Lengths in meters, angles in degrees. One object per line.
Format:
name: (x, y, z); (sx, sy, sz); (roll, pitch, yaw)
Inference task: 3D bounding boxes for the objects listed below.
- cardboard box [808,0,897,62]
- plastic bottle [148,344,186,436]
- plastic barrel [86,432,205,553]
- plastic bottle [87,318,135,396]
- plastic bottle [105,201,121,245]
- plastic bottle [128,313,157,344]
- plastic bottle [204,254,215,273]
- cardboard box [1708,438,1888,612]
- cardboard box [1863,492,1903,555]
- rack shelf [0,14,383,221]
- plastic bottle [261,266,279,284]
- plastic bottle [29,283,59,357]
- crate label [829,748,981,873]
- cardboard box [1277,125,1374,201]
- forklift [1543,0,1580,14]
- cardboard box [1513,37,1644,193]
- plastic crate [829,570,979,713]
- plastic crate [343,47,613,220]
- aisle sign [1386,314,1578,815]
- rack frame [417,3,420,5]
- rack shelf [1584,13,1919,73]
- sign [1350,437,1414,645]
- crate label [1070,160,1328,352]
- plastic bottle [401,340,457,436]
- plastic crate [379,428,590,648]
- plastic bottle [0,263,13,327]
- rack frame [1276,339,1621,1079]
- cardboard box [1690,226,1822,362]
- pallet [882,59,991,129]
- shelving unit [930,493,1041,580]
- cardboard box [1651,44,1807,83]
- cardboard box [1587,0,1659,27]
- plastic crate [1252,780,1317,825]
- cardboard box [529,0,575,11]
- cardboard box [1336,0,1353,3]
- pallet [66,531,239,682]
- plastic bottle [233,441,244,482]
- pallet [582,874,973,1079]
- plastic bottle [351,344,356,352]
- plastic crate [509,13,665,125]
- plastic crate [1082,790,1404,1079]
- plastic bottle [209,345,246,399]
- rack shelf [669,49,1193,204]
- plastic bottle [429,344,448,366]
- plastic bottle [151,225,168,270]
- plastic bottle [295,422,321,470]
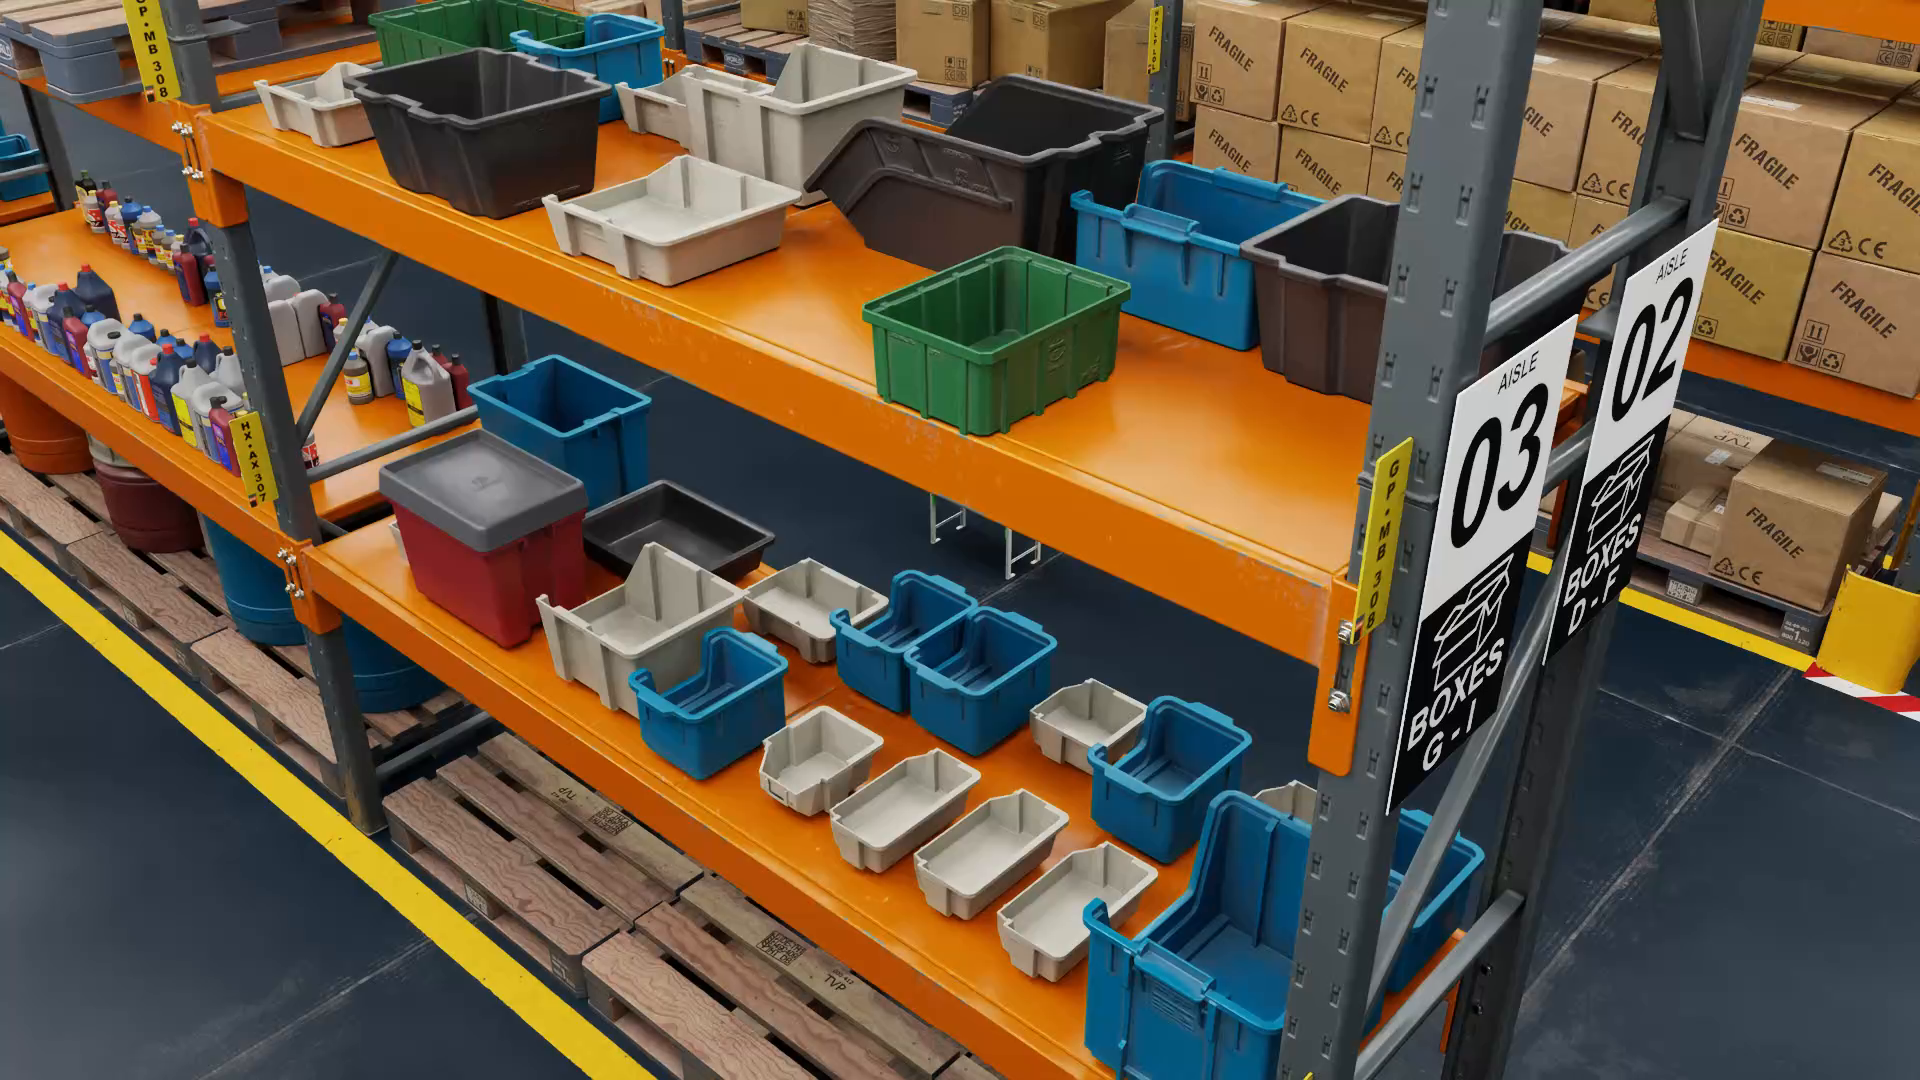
cardboard box: (-0.515, -3.291, 10.304); (0.700, 0.500, 0.500); (-21, 37, -31)
plastic bottle: (-3.007, -0.591, 6.371); (0.185, 0.351, 0.144); (25, 39, 35)
plastic barrel: (-3.723, -0.333, 7.825); (0.708, 0.588, 0.600); (25, 39, 35)
plastic bottle: (-3.394, -0.743, 6.696); (0.135, 0.276, 0.152); (25, 39, 35)
plastic bottle: (-4.104, -1.551, 8.110); (0.097, 0.201, 0.097); (0, 31, 0)
plastic bottle: (-3.324, -0.795, 6.787); (0.097, 0.271, 0.097); (0, 31, 0)
plastic bottle: (-3.306, -1.184, 7.421); (0.133, 0.283, 0.061); (25, 39, 35)
cardboard box: (3.755, -0.075, 7.464); (0.500, 0.500, 0.500); (25, 39, 35)
cardboard box: (4.244, -0.107, 7.857); (0.250, 0.149, 0.380); (25, 39, 35)
rack shelf: (-3.451, -2.024, 6.493); (4.000, 0.370, 1.077); (25, 39, 35)
plastic bottle: (-2.982, -1.057, 7.223); (0.097, 0.271, 0.097); (0, 31, 0)
plastic bottle: (-3.802, -0.933, 7.012); (0.135, 0.276, 0.152); (25, 39, 35)
crate label: (-0.157, 0.711, 4.359); (0.243, 0.136, 0.396); (25, 39, 35)
cardboard box: (1.935, -1.834, 8.292); (0.500, 0.500, 0.500); (26, 40, 36)
forklift: (3.054, -3.152, 10.644); (3.031, 2.935, 1.130); (26, 40, 36)
cardboard box: (2.666, -1.914, 7.454); (0.500, 0.500, 0.500); (26, 40, 36)
plastic crate: (-0.164, 0.304, 4.940); (0.300, 0.233, 0.416); (25, 39, 35)
plastic crate: (-1.232, -1.050, 4.303); (0.590, 0.269, 0.497); (25, 39, 35)
aisle sign: (0.854, 0.052, 2.734); (0.004, 0.787, 0.394); (25, 39, 35)
rack frame: (-4.573, -5.017, 13.675); (0.127, 3.000, 1.000); (25, 39, 35)
rack shelf: (6.162, -3.143, 11.260); (4.000, 0.370, 1.077); (25, 39, 35)
sign: (0.640, 0.005, 2.527); (0.005, 0.325, 0.100); (25, 39, 35)
crate label: (0.530, -0.635, 3.632); (0.502, 0.251, 0.408); (25, 39, 35)
plastic bottle: (-2.042, -0.594, 6.376); (0.185, 0.351, 0.144); (25, 39, 35)
plastic crate: (-1.475, -0.003, 5.227); (0.583, 0.464, 0.402); (25, 39, 35)
plastic bottle: (-4.150, -1.074, 7.251); (0.097, 0.271, 0.097); (0, 31, 0)
rack frame: (0.997, 1.029, 3.632); (0.127, 3.000, 1.000); (25, 39, 35)
cardboard box: (3.422, -1.136, 7.131); (0.500, 0.500, 0.500); (25, 39, 35)
pallet: (-0.163, -2.879, 10.310); (1.213, 0.211, 1.003); (25, 39, 35)
shelving unit: (0.123, -0.457, 7.845); (0.503, 1.200, 0.258); (25, 39, 35)
cardboard box: (3.411, -1.942, 7.502); (0.500, 0.500, 0.500); (26, 39, 36)
cardboard box: (5.071, -4.078, 11.825); (0.700, 0.700, 0.980); (26, 39, 36)
plastic crate: (0.853, 0.762, 4.273); (0.298, 0.136, 0.250); (25, 39, 35)
cardboard box: (-2.863, -4.250, 12.304); (0.500, 0.500, 0.500); (23, 38, 33)
cardboard box: (1.907, -2.643, 8.666); (0.500, 0.500, 0.500); (25, 39, 35)
pallet: (-3.421, 0.134, 7.822); (1.213, 0.211, 1.003); (25, 39, 35)
plastic bottle: (-2.582, -0.313, 6.053); (0.097, 0.201, 0.097); (0, 31, 0)
pallet: (-0.489, 1.501, 5.551); (1.213, 0.211, 1.003); (25, 39, 35)
plastic bottle: (-2.467, -0.787, 6.841); (0.097, 0.201, 0.097); (0, 31, 0)
plastic crate: (-1.079, -1.376, 4.881); (0.300, 0.233, 0.416); (25, 39, 35)
plastic crate: (0.624, 0.944, 3.681); (0.499, 0.435, 0.616); (25, 39, 35)
plastic bottle: (-2.773, -0.582, 6.356); (0.185, 0.351, 0.144); (25, 39, 35)
rack shelf: (-0.125, -2.632, 10.411); (4.000, 0.370, 1.077); (25, 39, 35)
plastic bottle: (-2.053, -0.641, 6.520); (0.133, 0.283, 0.061); (25, 39, 35)
plastic bottle: (-3.743, -1.382, 7.830); (0.097, 0.201, 0.097); (0, 31, 0)
plastic bottle: (-2.408, -0.337, 6.094); (0.097, 0.201, 0.097); (0, 31, 0)
